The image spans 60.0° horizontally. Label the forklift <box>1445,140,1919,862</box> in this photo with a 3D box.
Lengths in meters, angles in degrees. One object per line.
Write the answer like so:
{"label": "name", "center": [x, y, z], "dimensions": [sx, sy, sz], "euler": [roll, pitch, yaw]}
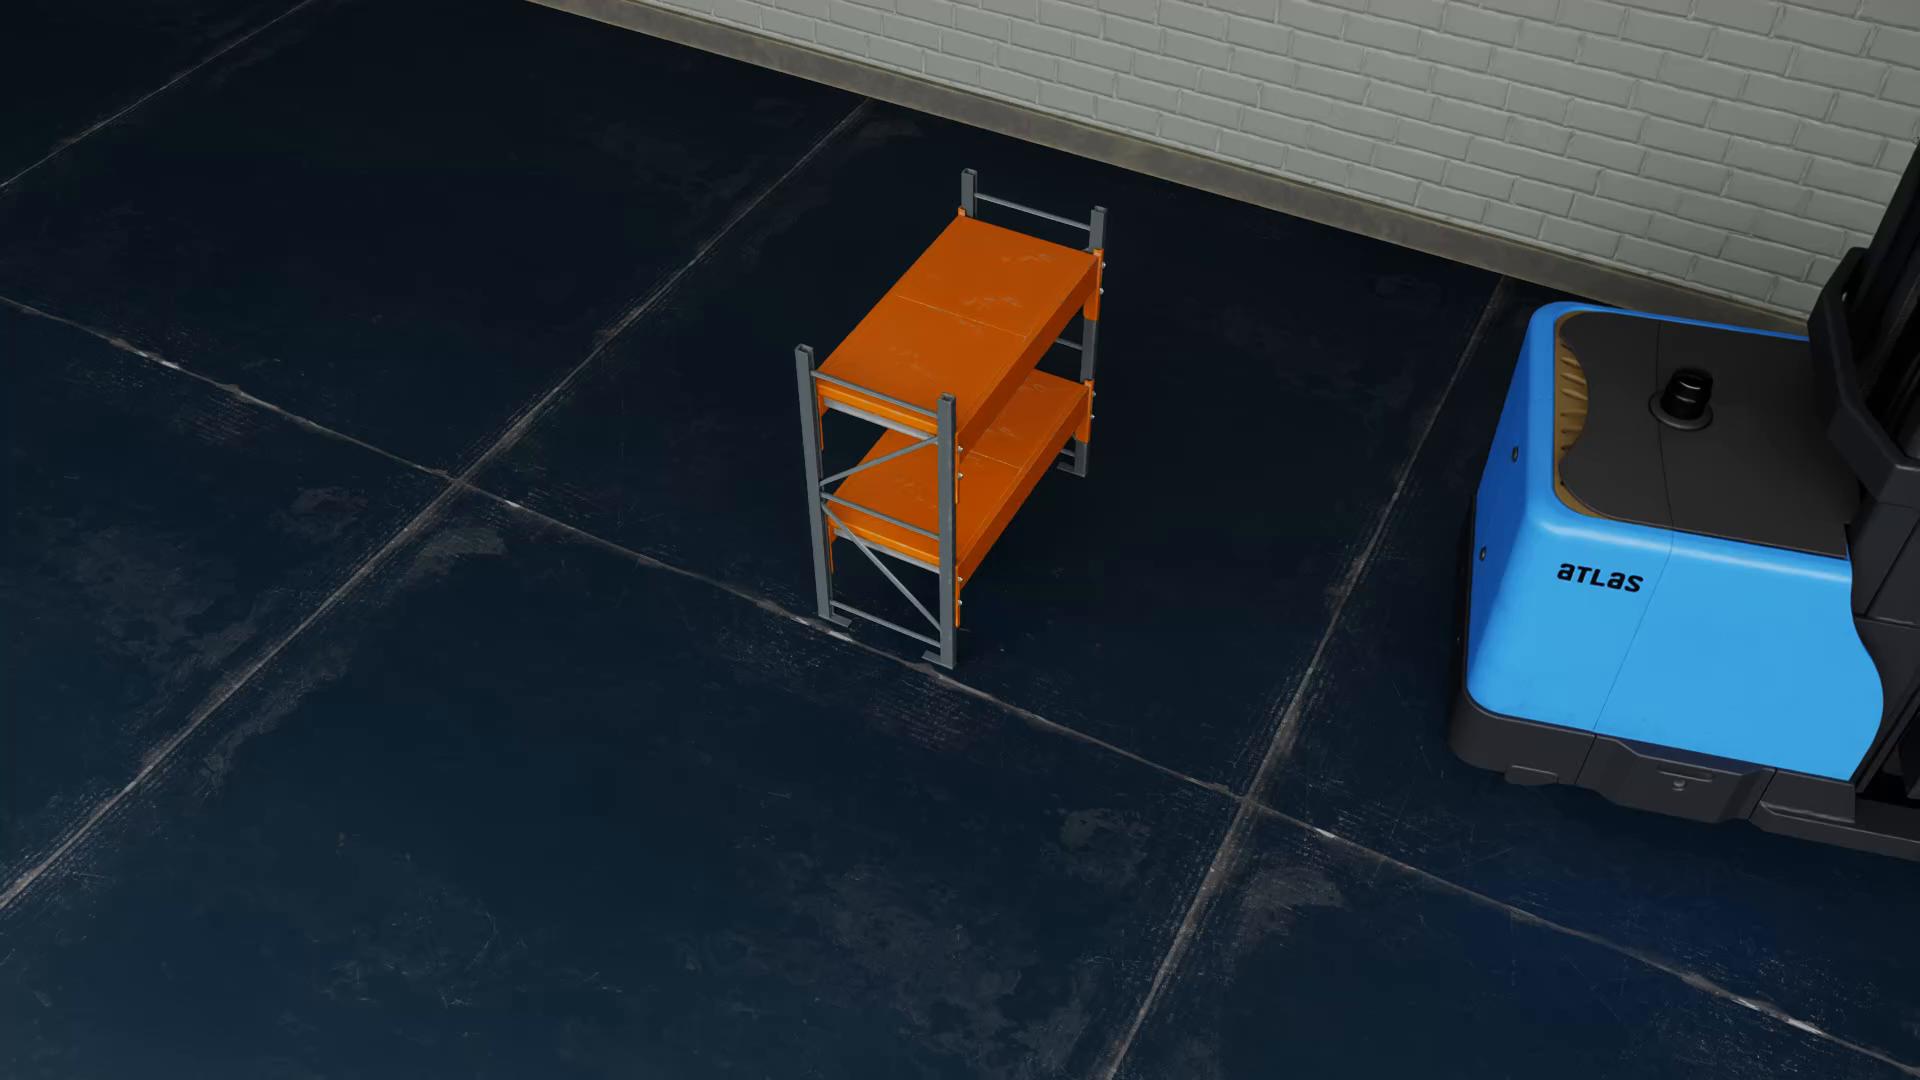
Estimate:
{"label": "forklift", "center": [3.050, -0.409, 4.094], "dimensions": [3.031, 2.935, 1.130], "euler": [10, 46, 10]}

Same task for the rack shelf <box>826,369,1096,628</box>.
{"label": "rack shelf", "center": [-0.003, -0.219, 5.520], "dimensions": [0.538, 0.278, 1.000], "euler": [20, 49, 19]}

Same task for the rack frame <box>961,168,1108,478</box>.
{"label": "rack frame", "center": [0.233, -0.711, 5.662], "dimensions": [0.500, 1.125, 0.032], "euler": [20, 49, 19]}

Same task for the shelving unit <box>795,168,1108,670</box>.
{"label": "shelving unit", "center": [-0.003, -0.391, 5.346], "dimensions": [0.538, 1.125, 1.048], "euler": [20, 49, 19]}

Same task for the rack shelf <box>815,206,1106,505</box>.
{"label": "rack shelf", "center": [-0.003, -0.597, 5.138], "dimensions": [0.538, 0.278, 1.000], "euler": [20, 49, 19]}

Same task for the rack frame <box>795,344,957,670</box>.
{"label": "rack frame", "center": [-0.239, -0.071, 5.029], "dimensions": [0.500, 1.125, 0.032], "euler": [20, 49, 19]}
